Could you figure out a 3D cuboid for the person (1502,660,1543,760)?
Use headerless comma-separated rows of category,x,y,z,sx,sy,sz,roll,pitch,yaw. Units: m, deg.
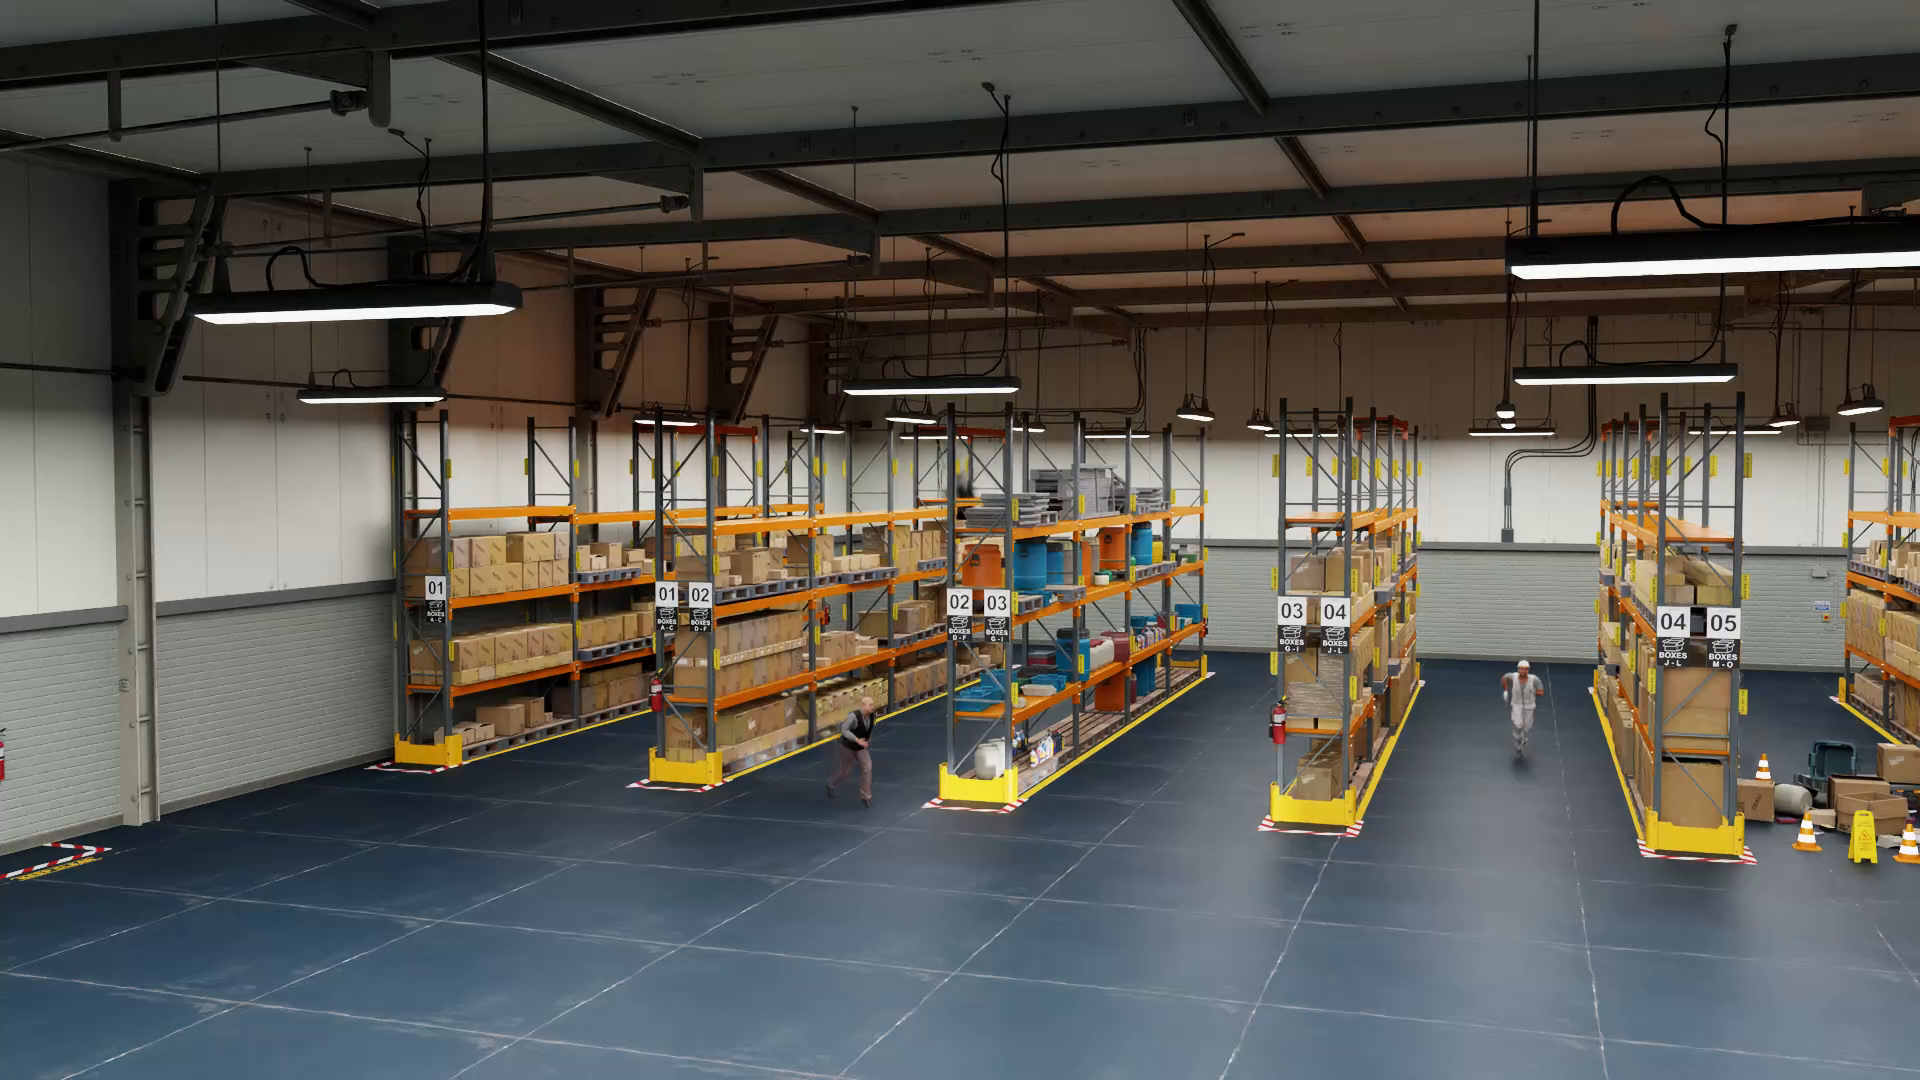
person,9.638,2.897,28.500,0.643,1.723,0.924,1,3,12

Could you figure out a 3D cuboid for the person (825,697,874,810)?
person,-1.627,3.137,24.763,1.007,1.682,0.697,2,3,39

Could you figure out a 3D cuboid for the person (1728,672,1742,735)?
person,14.321,2.857,31.230,0.616,1.649,0.640,1,3,16
